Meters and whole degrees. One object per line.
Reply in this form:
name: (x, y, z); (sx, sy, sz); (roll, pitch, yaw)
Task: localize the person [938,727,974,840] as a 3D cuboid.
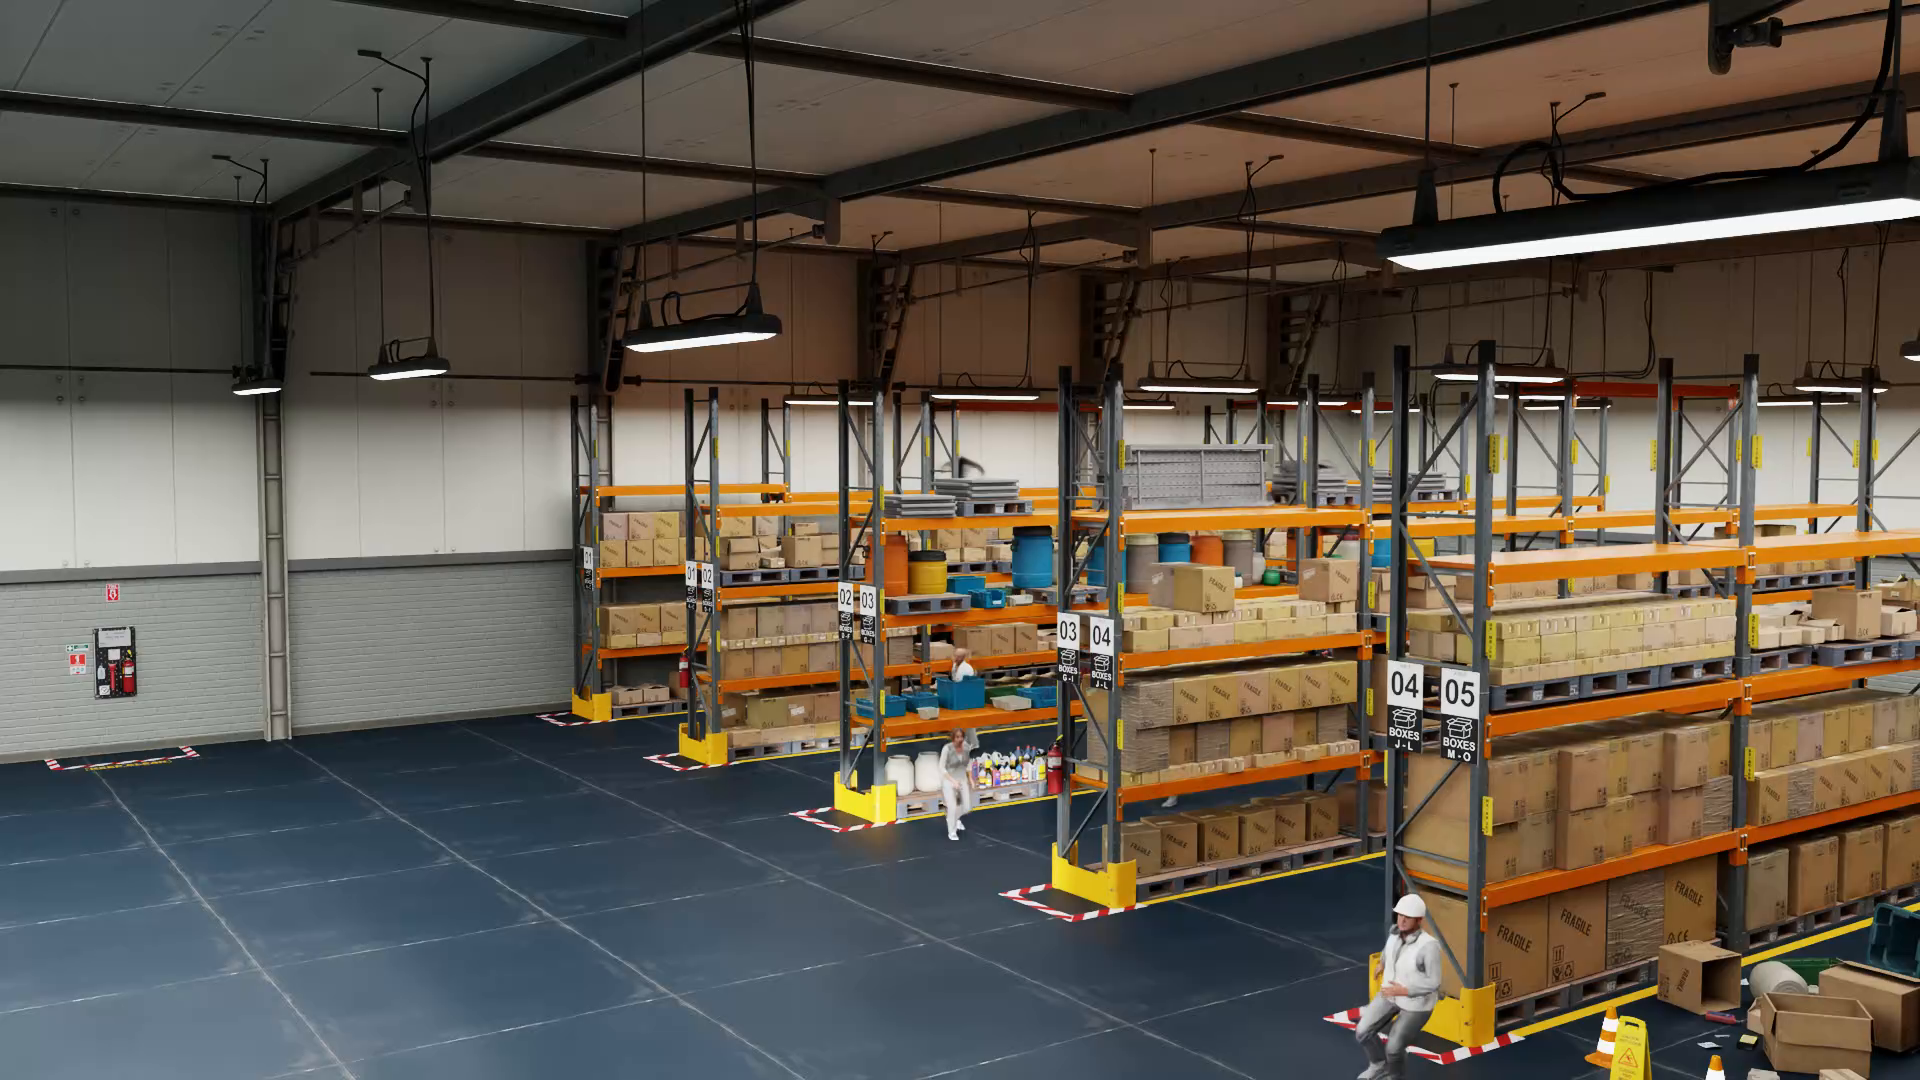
person: (-0.063, 3.116, 21.383); (0.519, 1.508, 0.693); (-1, 4, -21)

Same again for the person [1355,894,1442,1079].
person: (3.405, 3.558, 12.926); (0.695, 1.686, 0.819); (-3, 5, -42)

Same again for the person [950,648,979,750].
person: (0.020, 2.635, 27.382); (0.877, 1.726, 0.670); (-3, 5, -44)

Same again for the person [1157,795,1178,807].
person: (2.852, 2.933, 23.406); (0.626, 1.672, 0.636); (-2, 4, -32)
